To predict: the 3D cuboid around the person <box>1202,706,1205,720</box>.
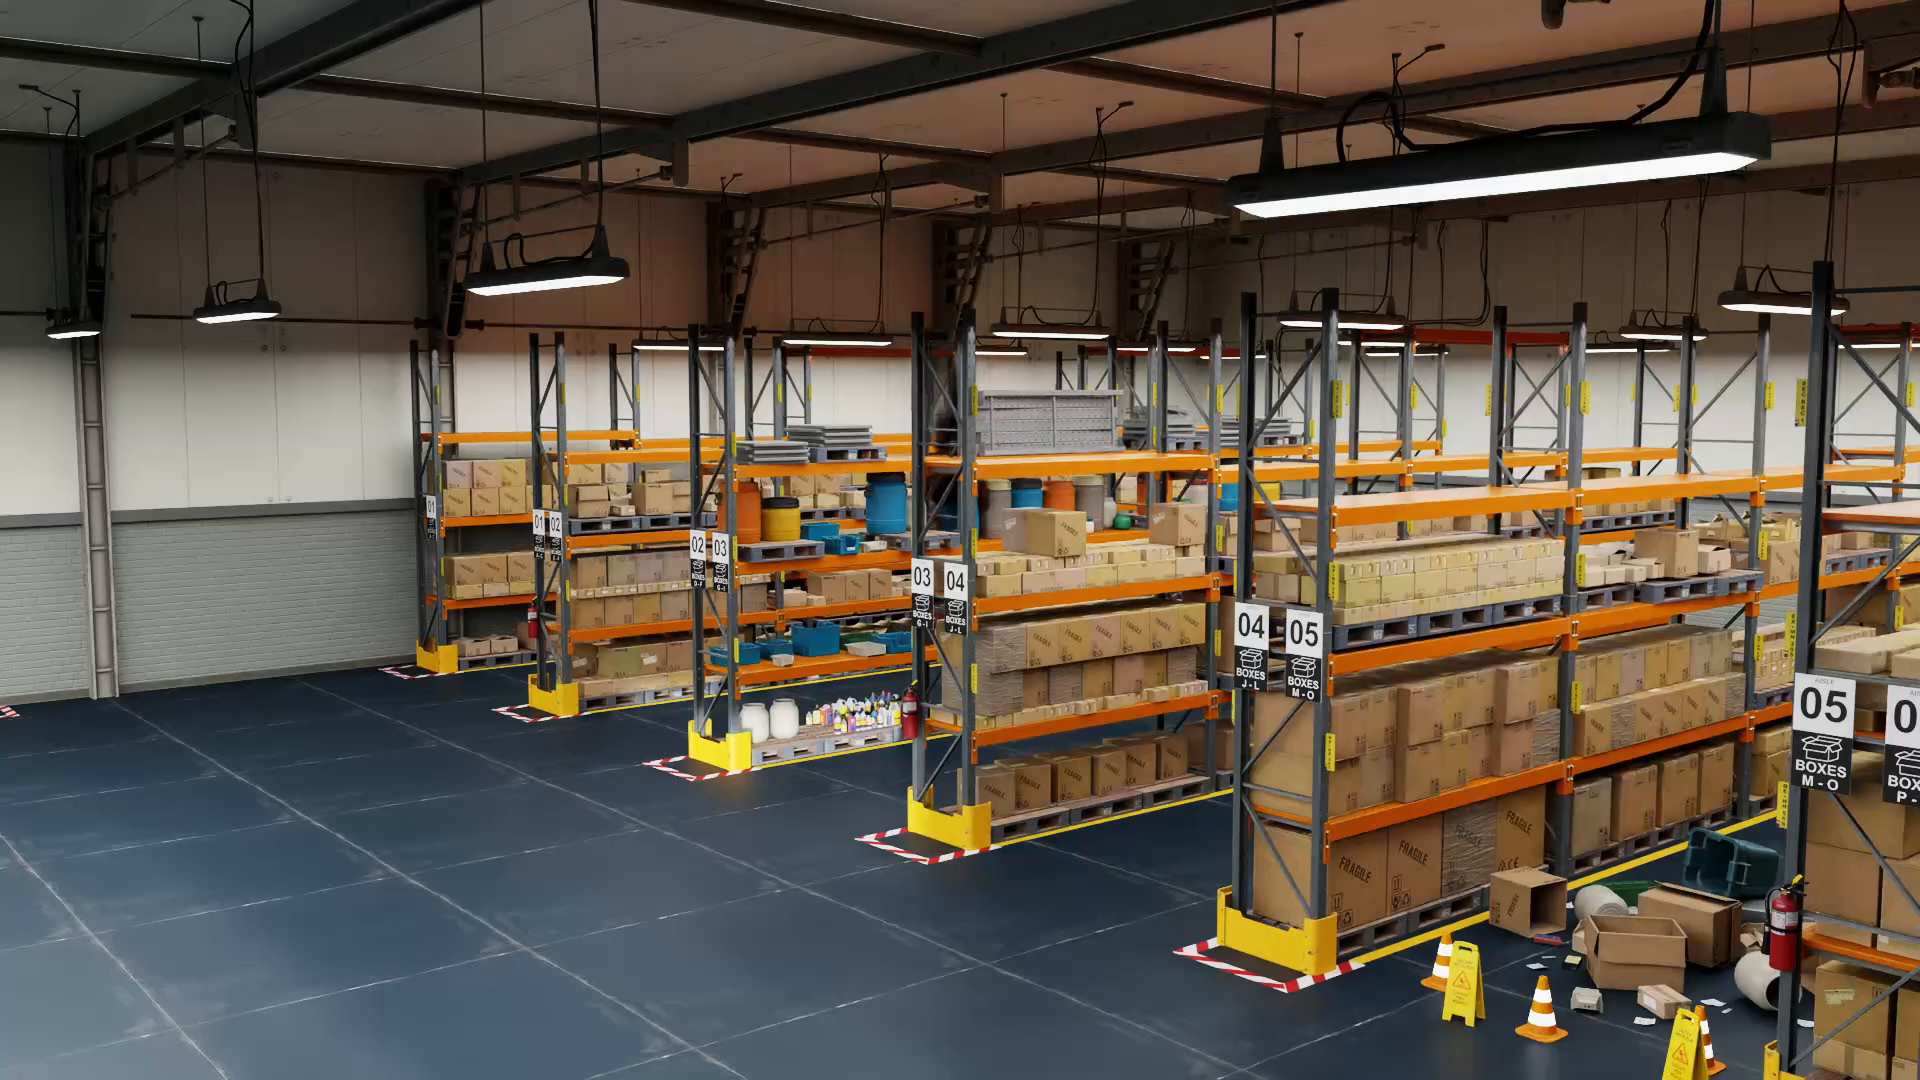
[{"bbox_3d":[3.521,1.911,24.174,0.636,1.570,0.511,-4,7,-37],"label":"person"}]
